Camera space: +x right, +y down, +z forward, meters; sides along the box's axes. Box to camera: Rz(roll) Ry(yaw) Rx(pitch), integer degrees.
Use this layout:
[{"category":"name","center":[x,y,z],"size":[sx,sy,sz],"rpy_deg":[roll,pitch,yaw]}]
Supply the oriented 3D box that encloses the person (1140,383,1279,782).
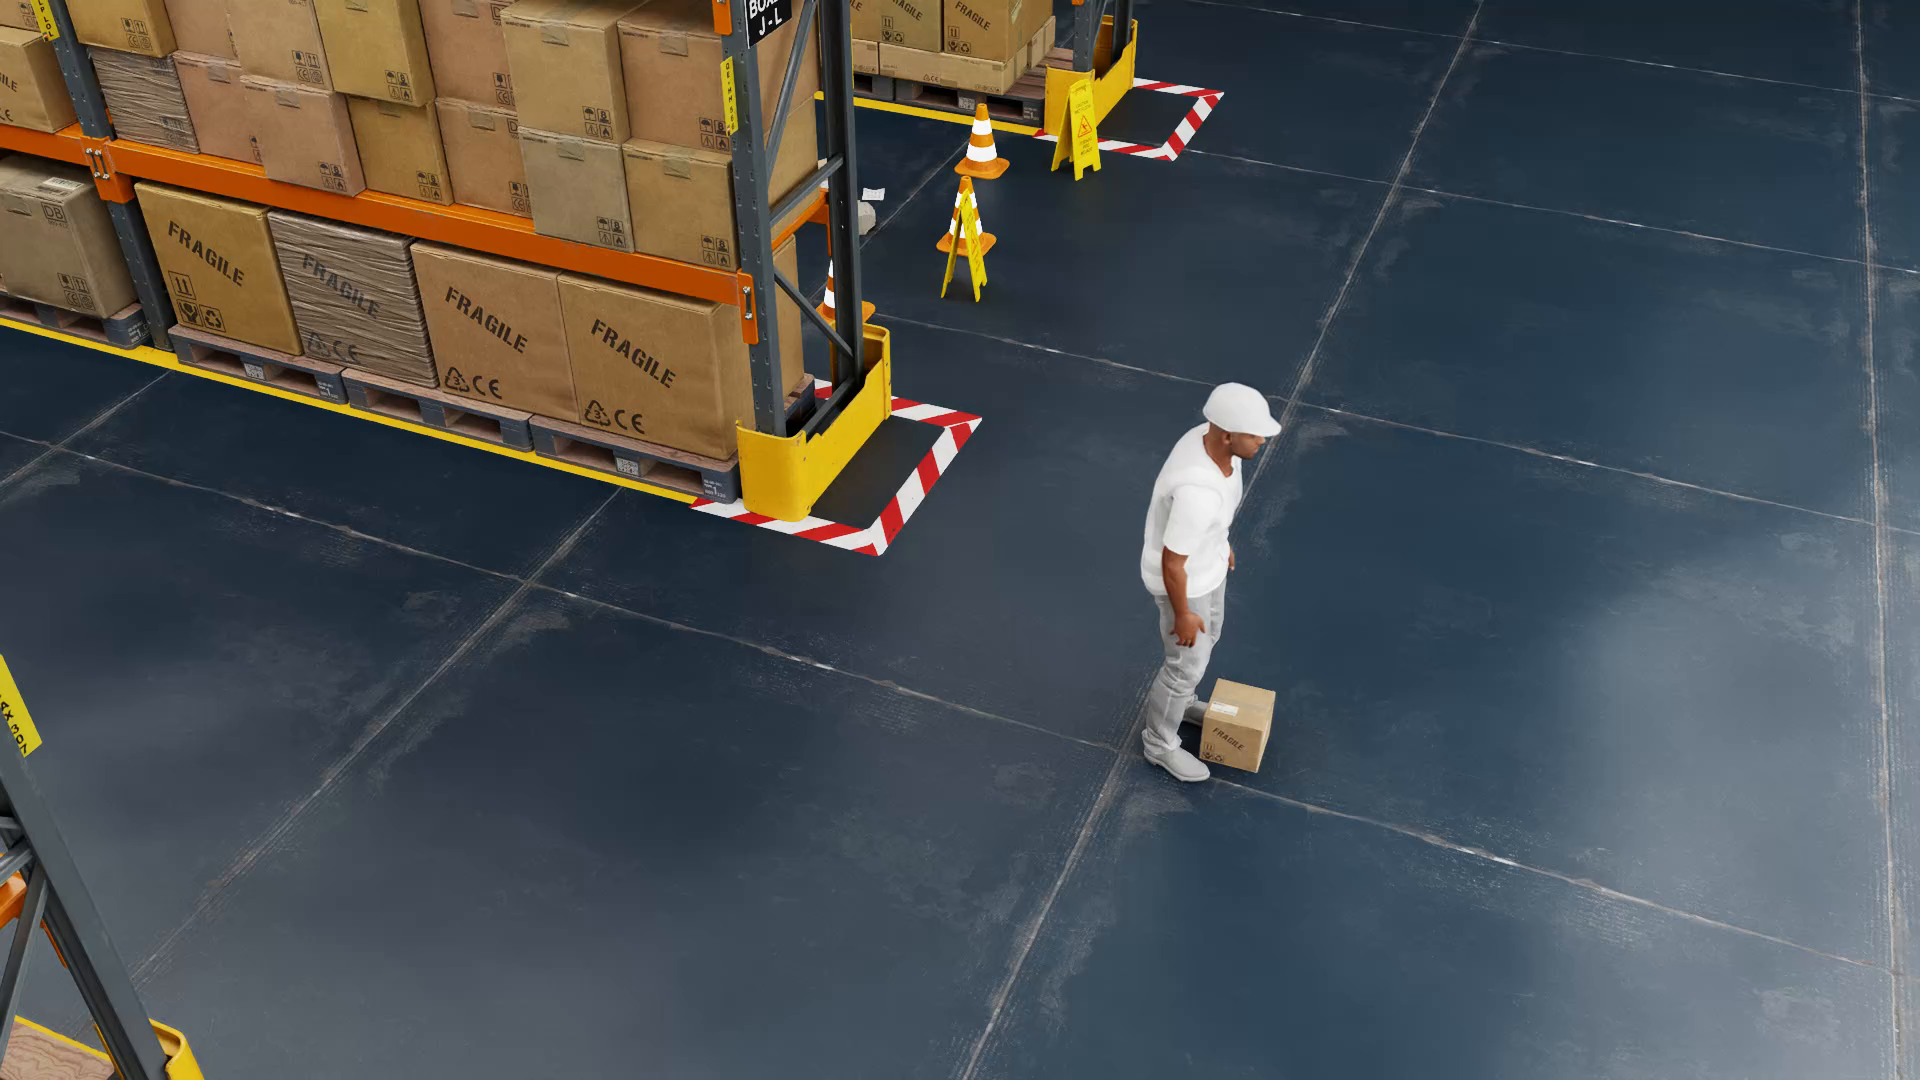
[{"category":"person","center":[0.953,0.141,6.622],"size":[0.457,1.758,0.628],"rpy_deg":[14,40,18]}]
